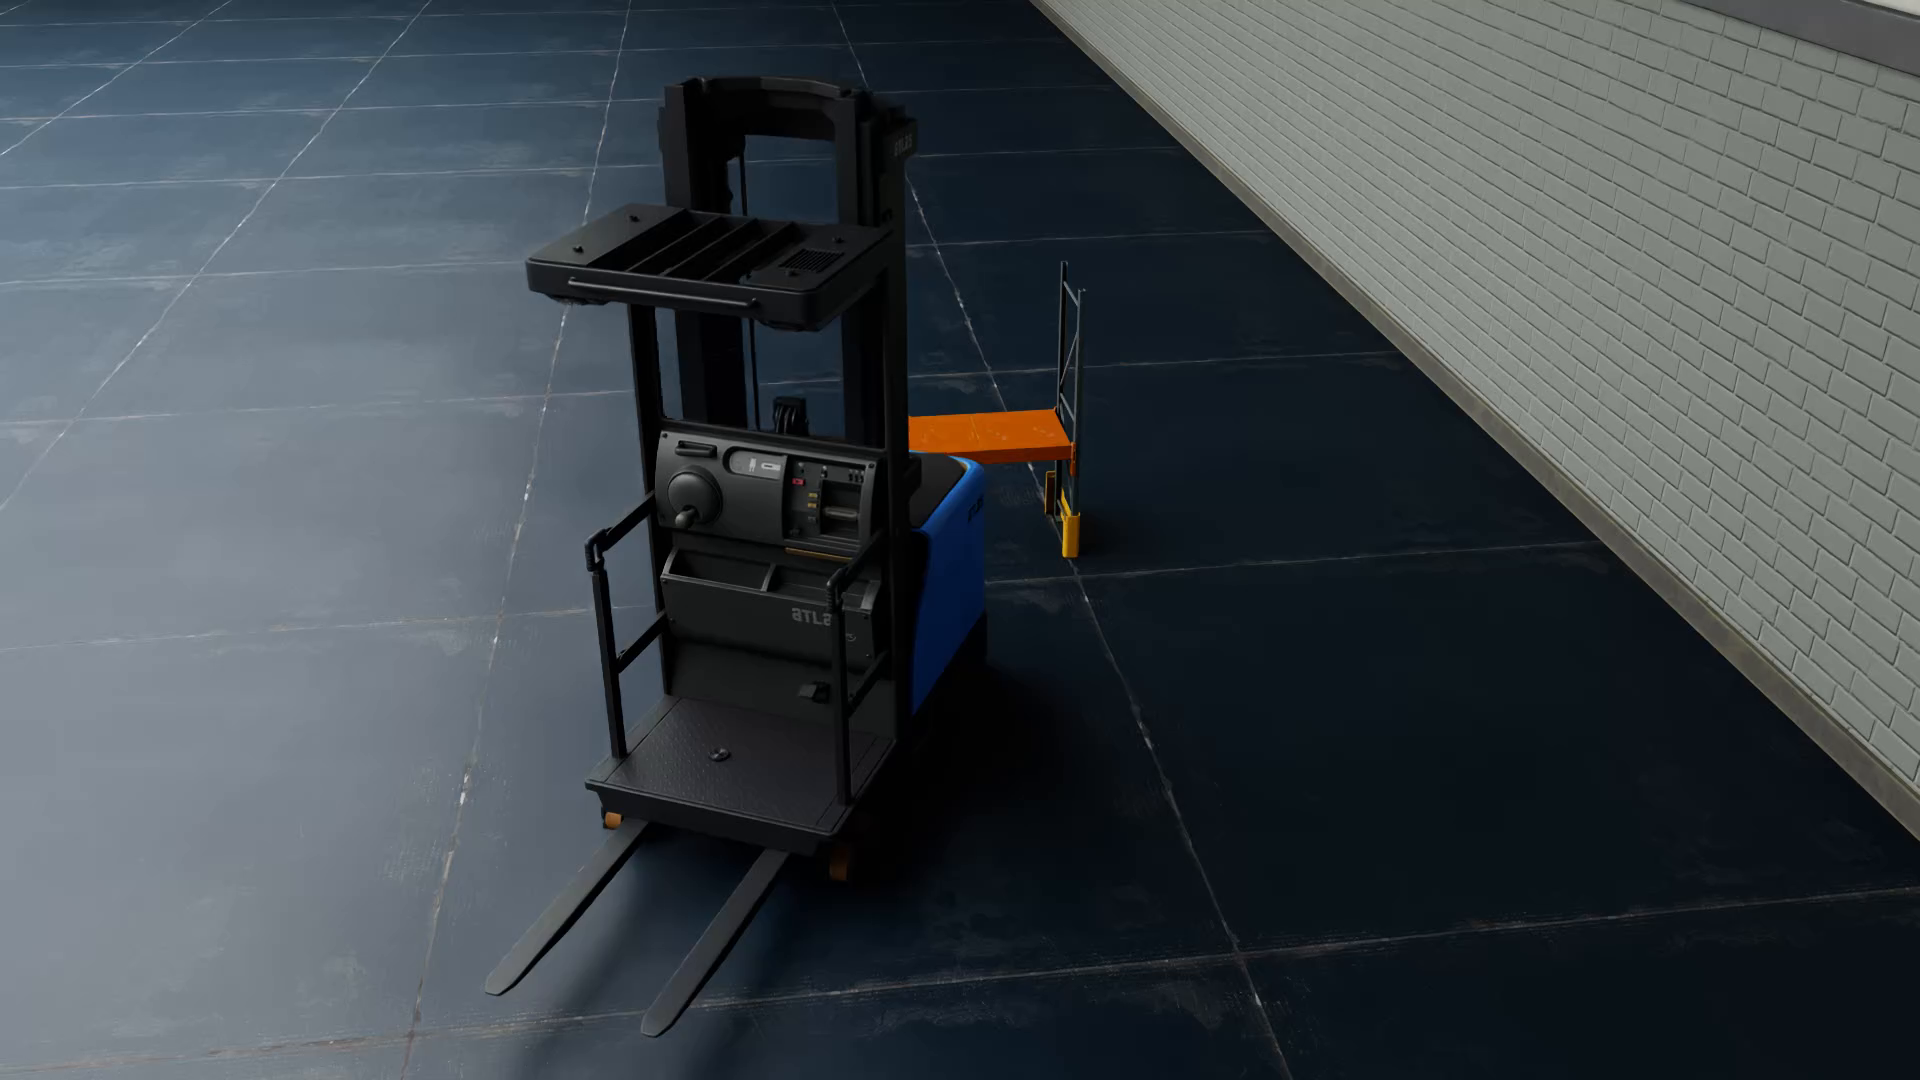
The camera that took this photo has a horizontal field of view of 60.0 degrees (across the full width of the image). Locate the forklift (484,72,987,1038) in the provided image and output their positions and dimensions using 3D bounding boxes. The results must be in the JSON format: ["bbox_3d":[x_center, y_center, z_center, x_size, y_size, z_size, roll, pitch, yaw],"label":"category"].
[{"bbox_3d":[-0.832,-0.153,6.337,1.130,2.935,3.031,9,28,17],"label":"forklift"}]

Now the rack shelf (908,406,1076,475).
[{"bbox_3d":[0.084,-0.513,9.000,1.000,0.185,0.538,-4,27,-7],"label":"rack shelf"}]

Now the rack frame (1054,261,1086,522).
[{"bbox_3d":[0.588,-0.705,8.981,0.032,1.500,0.500,-4,27,-7],"label":"rack frame"}]

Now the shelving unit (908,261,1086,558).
[{"bbox_3d":[0.075,-0.672,8.917,1.083,1.500,0.587,-4,27,-7],"label":"shelving unit"}]

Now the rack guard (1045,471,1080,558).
[{"bbox_3d":[0.569,-0.148,9.264,0.087,0.250,0.587,-4,27,-7],"label":"rack guard"}]
